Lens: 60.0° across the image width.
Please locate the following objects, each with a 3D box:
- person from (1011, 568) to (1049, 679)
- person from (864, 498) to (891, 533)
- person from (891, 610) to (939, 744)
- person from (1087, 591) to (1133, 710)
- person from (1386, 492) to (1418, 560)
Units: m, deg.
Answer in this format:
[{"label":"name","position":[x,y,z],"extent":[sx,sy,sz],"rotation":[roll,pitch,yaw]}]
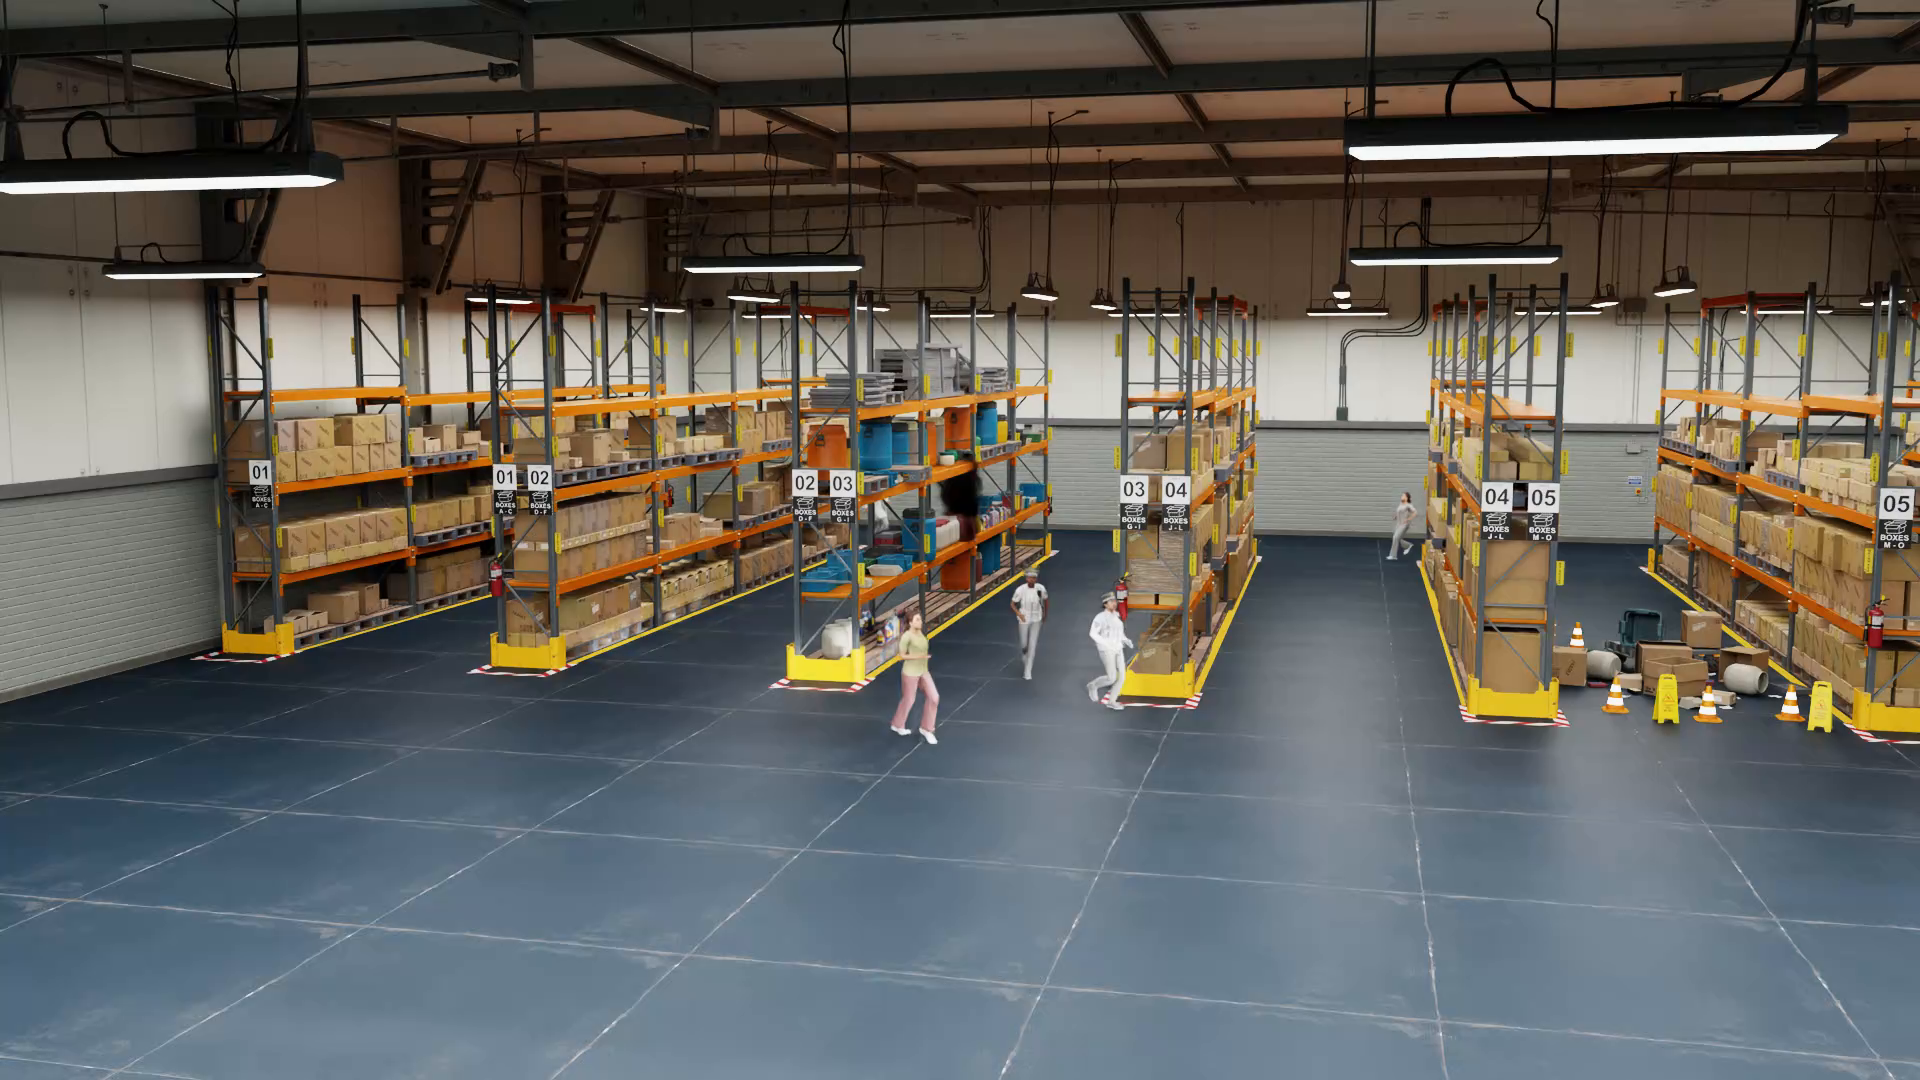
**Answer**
[{"label":"person","position":[1.084,1.248,25.626],"extent":[0.599,1.686,0.854],"rotation":[0,7,-2]},{"label":"person","position":[-2.102,-0.714,42.259],"extent":[0.738,1.823,0.769],"rotation":[5,8,37]},{"label":"person","position":[-0.599,1.747,21.233],"extent":[0.738,1.725,0.559],"rotation":[6,9,42]},{"label":"person","position":[2.069,1.524,23.183],"extent":[0.616,1.645,0.549],"rotation":[-6,9,-43]},{"label":"person","position":[10.503,-0.333,39.546],"extent":[0.799,1.601,0.584],"rotation":[-2,7,-18]}]
